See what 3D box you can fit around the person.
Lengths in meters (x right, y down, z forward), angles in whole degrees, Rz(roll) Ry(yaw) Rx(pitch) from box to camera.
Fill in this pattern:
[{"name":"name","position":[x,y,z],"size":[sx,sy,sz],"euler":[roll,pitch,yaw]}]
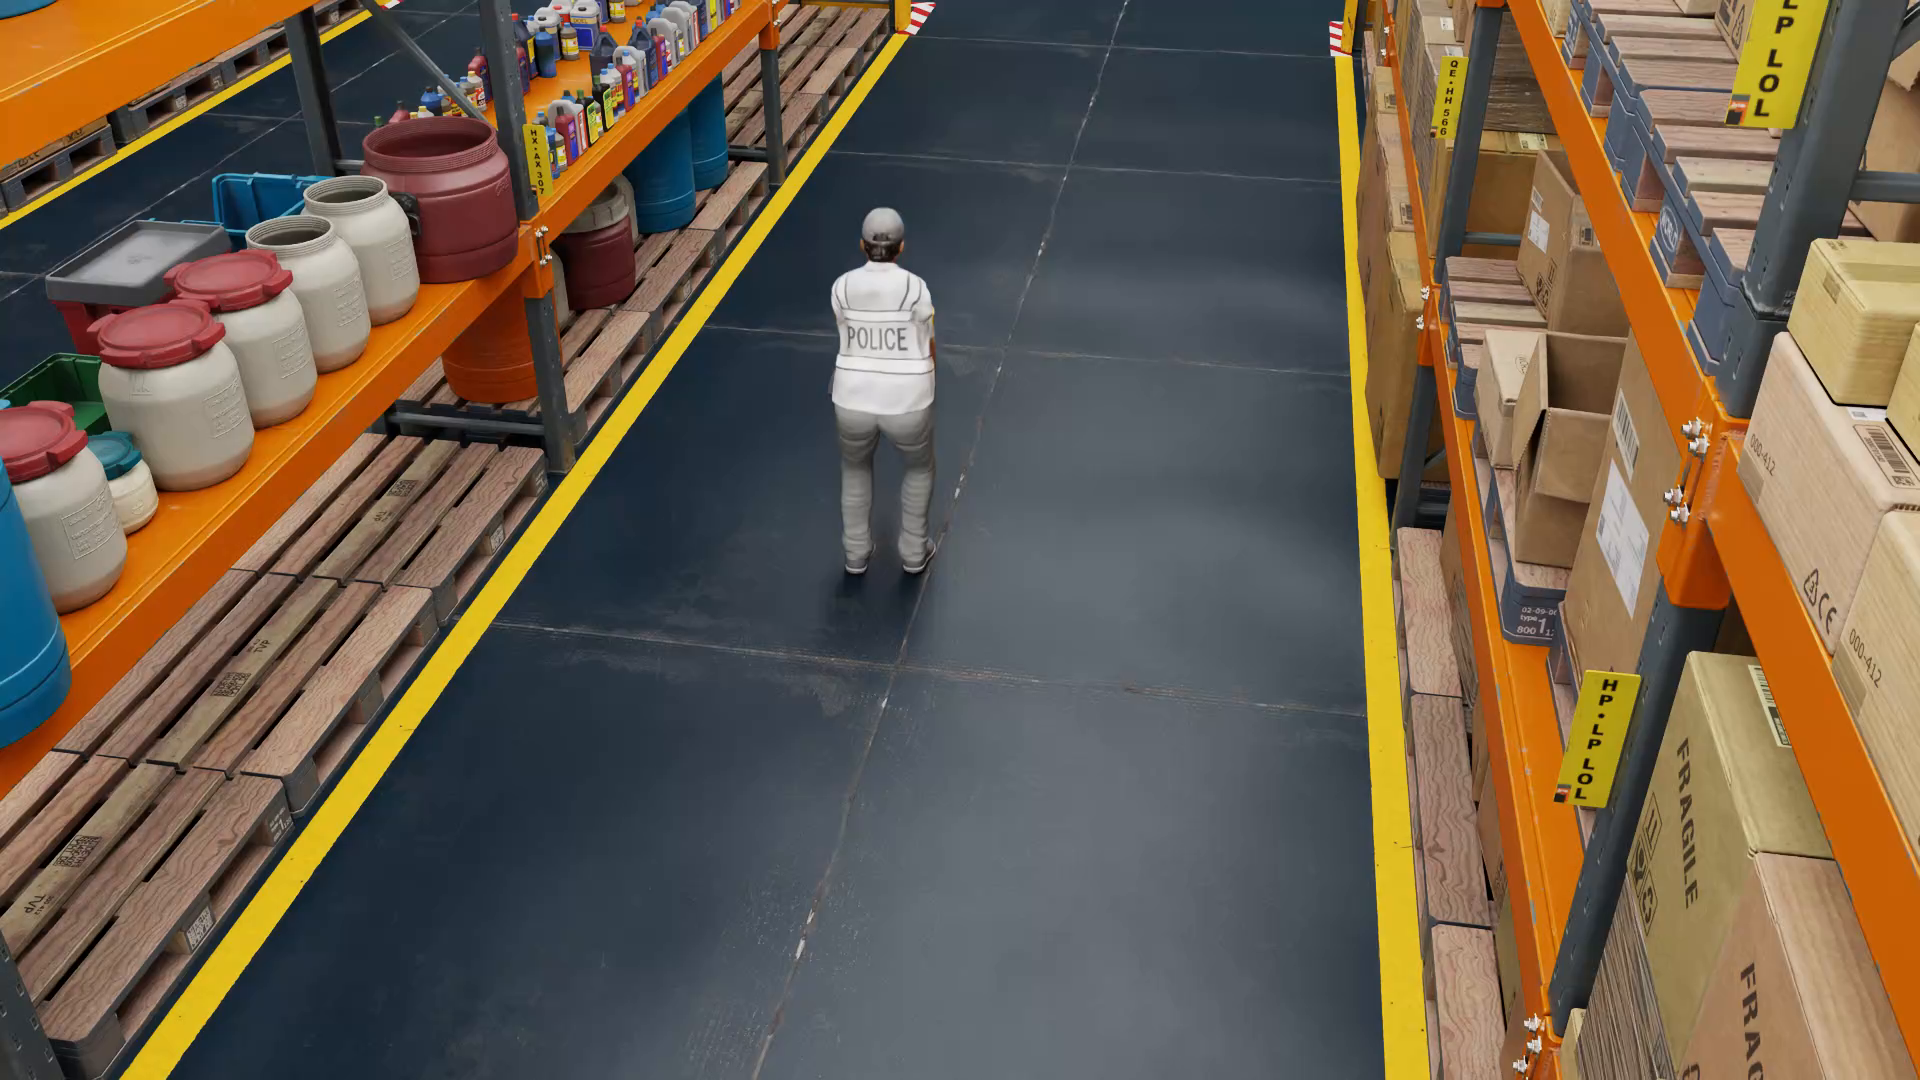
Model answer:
[{"name":"person","position":[-0.317,-0.612,7.128],"size":[0.452,1.638,0.582],"euler":[5,33,7]}]
